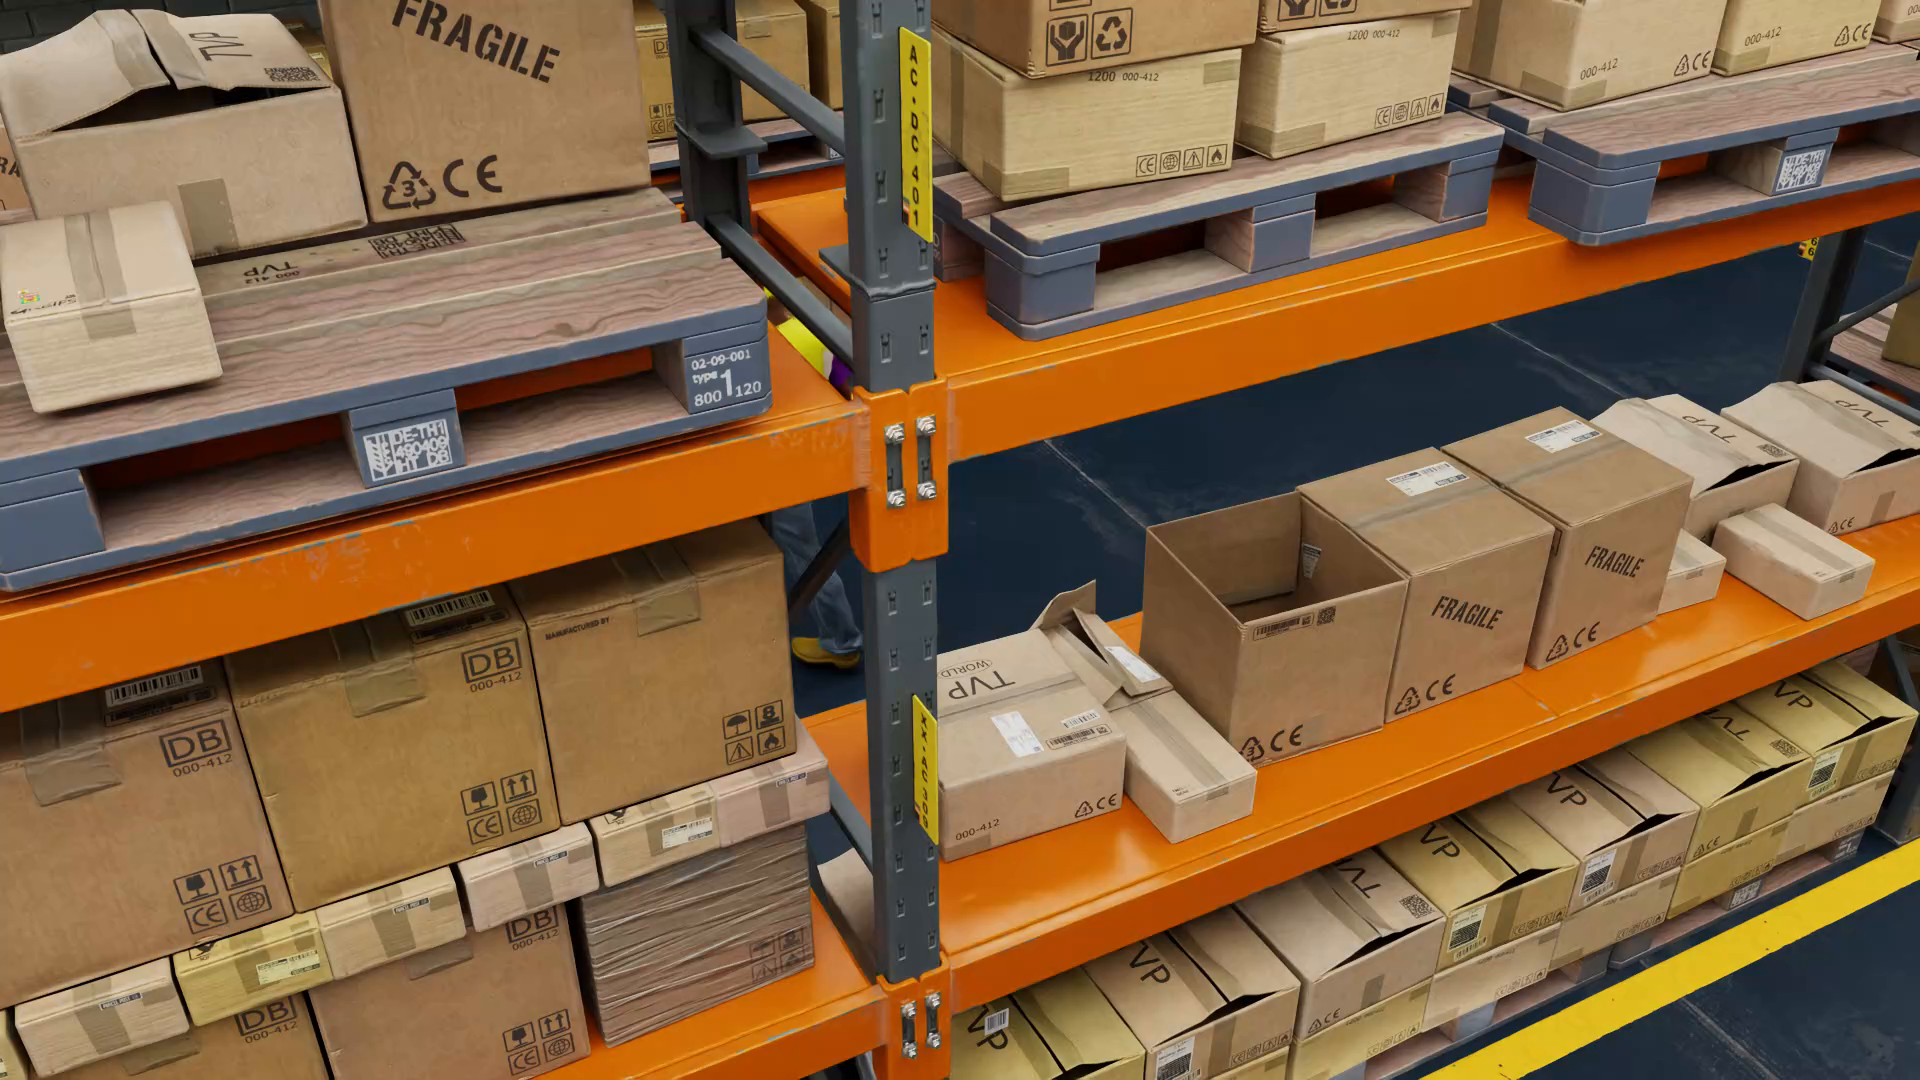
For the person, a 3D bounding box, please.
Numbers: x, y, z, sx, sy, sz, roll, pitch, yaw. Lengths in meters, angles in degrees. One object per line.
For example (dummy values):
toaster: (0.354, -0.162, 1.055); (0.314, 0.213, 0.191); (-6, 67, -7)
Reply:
person: (-0.790, -0.354, 6.632); (0.939, 1.725, 0.583); (19, 38, 27)
